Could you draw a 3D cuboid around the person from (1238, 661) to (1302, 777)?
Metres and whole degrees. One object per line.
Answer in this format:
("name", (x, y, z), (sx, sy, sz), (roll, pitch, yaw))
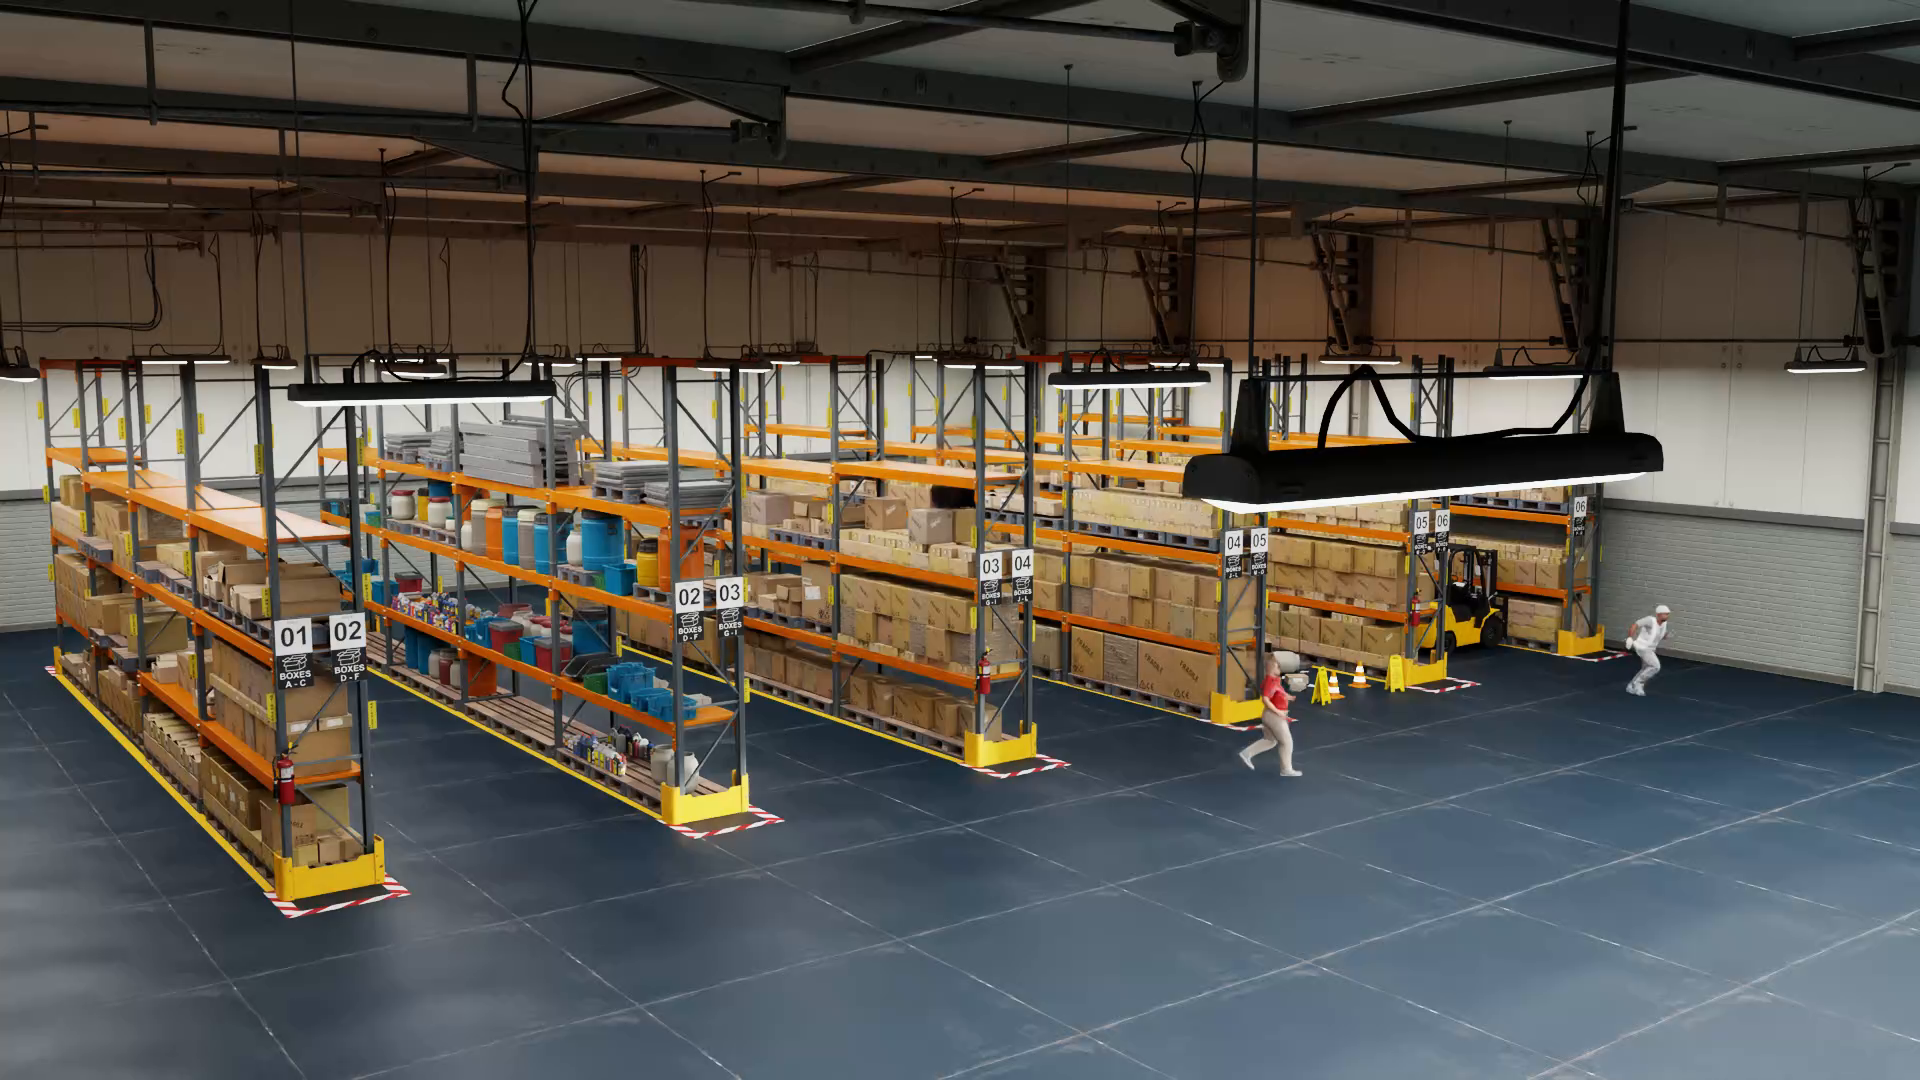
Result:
("person", (4.524, 2.591, 24.115), (0.914, 1.697, 0.676), (0, 7, -3))

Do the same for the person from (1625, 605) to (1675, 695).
("person", (12.315, 1.975, 29.675), (0.763, 1.671, 0.799), (-7, 10, -45))
